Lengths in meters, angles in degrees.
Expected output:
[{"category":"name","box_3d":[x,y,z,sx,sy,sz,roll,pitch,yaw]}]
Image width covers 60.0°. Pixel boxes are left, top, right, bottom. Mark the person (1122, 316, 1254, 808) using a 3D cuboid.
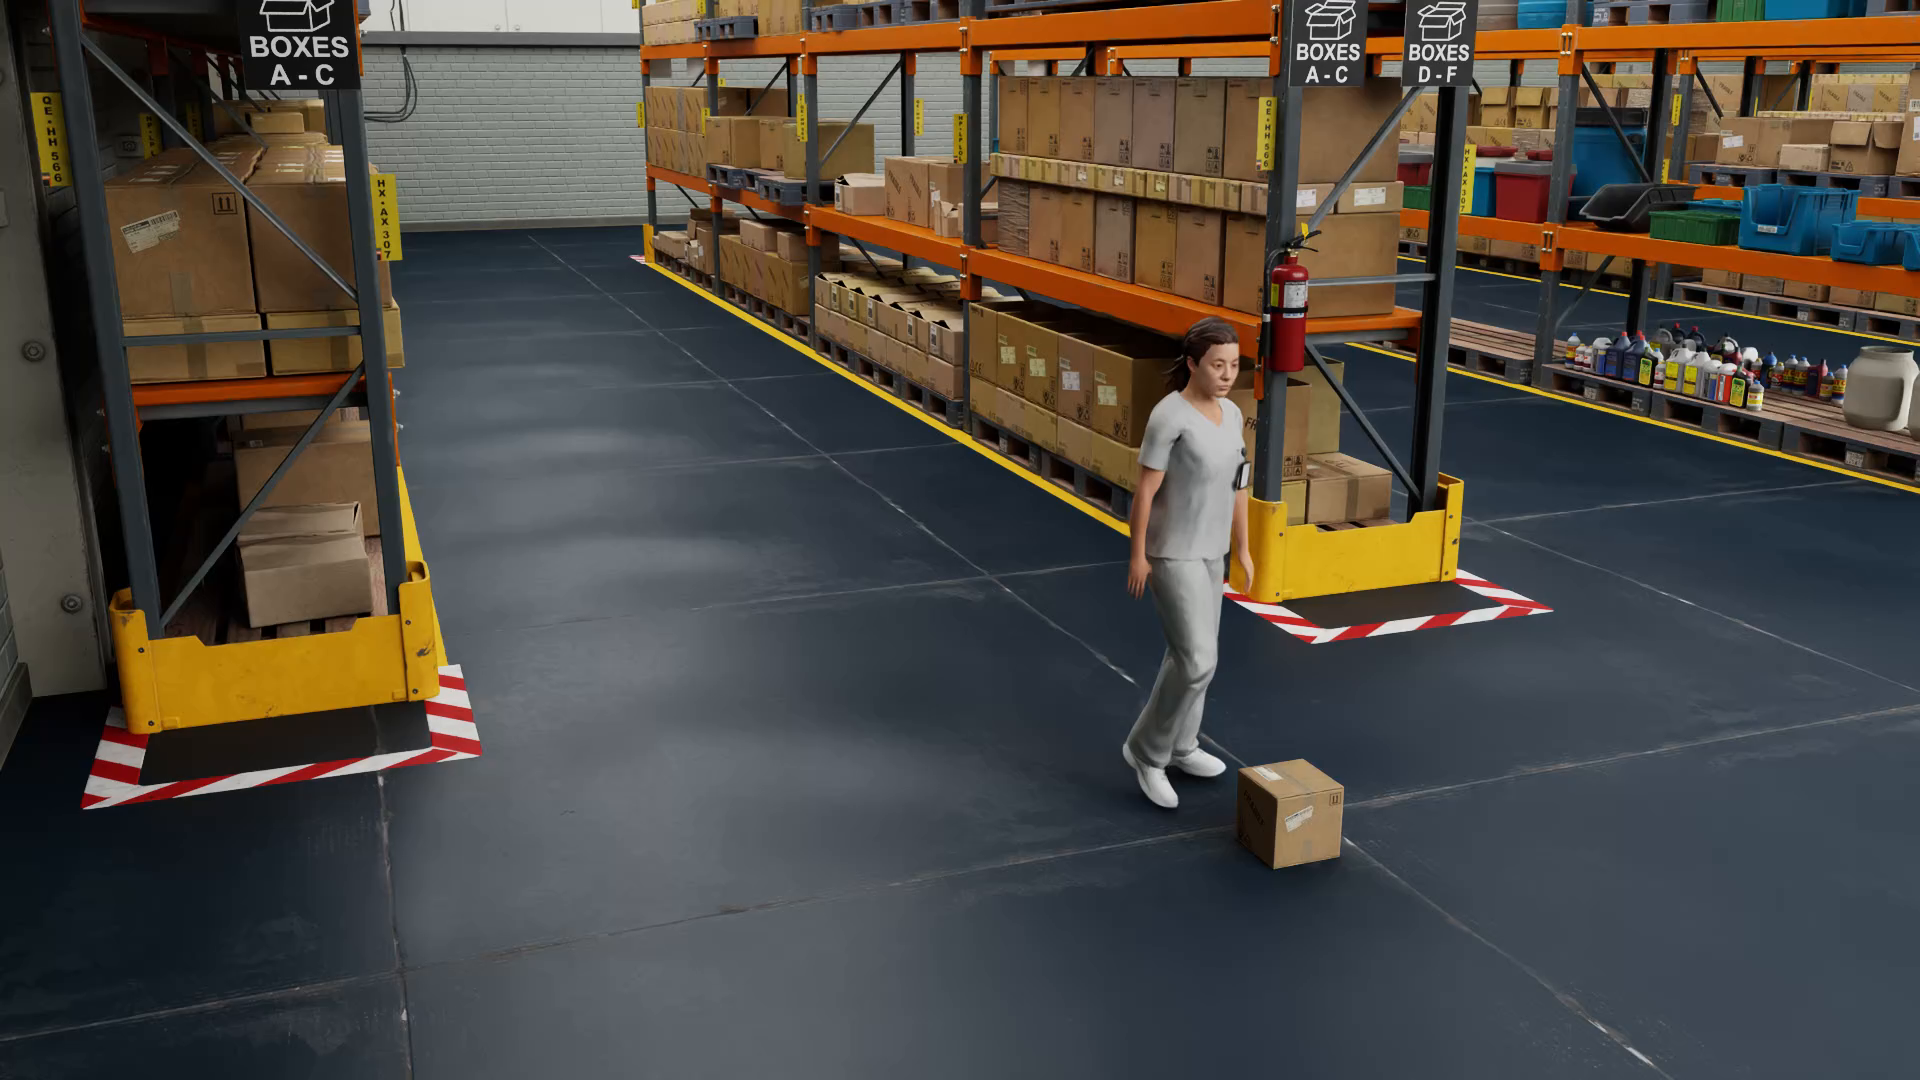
[{"category":"person","box_3d":[0.798,0.067,5.747,0.405,1.685,0.472,13,20,38]}]
